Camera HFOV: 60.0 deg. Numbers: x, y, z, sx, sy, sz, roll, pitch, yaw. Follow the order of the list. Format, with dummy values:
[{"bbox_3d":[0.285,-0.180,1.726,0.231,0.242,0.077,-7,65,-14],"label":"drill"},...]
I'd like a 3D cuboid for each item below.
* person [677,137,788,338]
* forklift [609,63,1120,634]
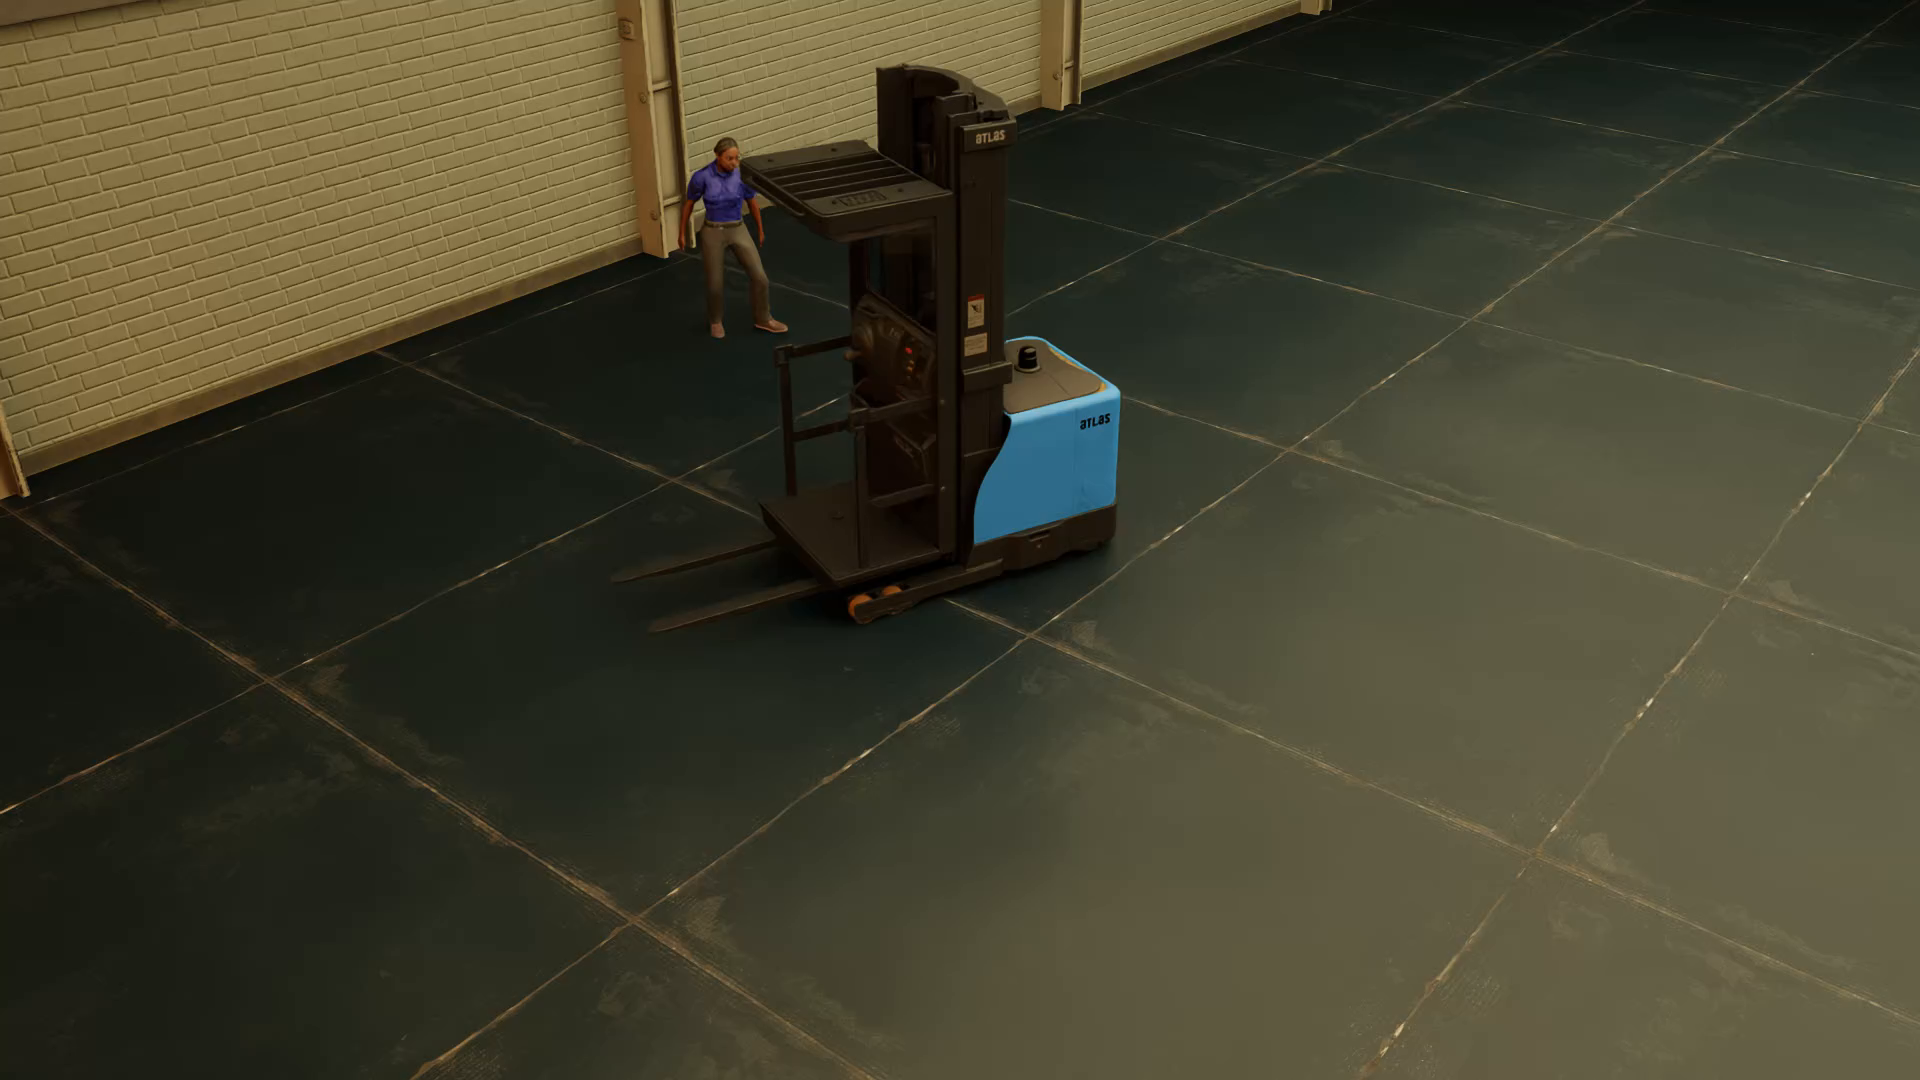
[{"bbox_3d":[-1.796,-2.368,12.967,0.802,1.626,0.394,-8,31,-13],"label":"person"},{"bbox_3d":[-0.564,-1.083,9.448,3.031,2.935,1.130,-16,34,-25],"label":"forklift"}]
